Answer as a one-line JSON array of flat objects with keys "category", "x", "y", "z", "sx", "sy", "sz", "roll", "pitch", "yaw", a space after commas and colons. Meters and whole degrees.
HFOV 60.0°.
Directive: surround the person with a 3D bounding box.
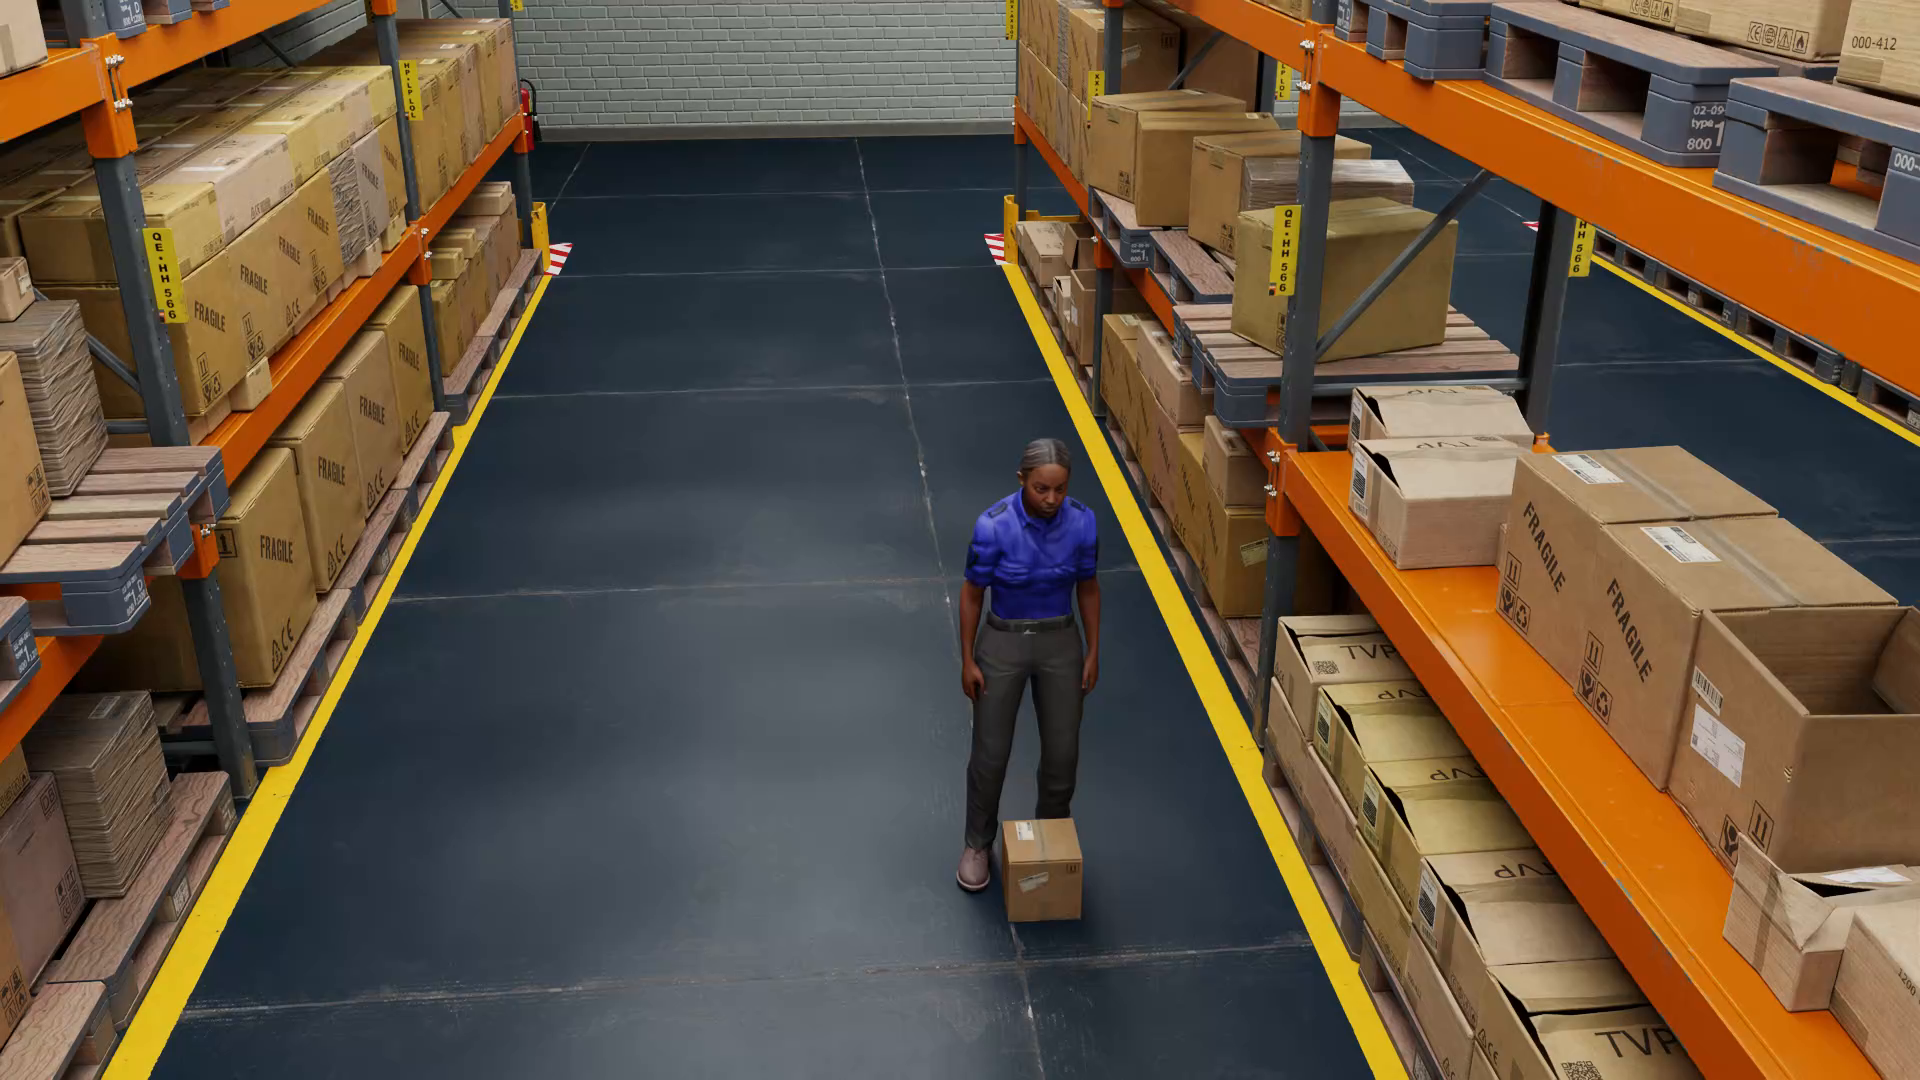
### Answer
[{"category": "person", "x": 0.232, "y": 0.407, "z": 5.688, "sx": 0.519, "sy": 1.653, "sz": 0.349, "roll": -4, "pitch": 24, "yaw": -8}]
